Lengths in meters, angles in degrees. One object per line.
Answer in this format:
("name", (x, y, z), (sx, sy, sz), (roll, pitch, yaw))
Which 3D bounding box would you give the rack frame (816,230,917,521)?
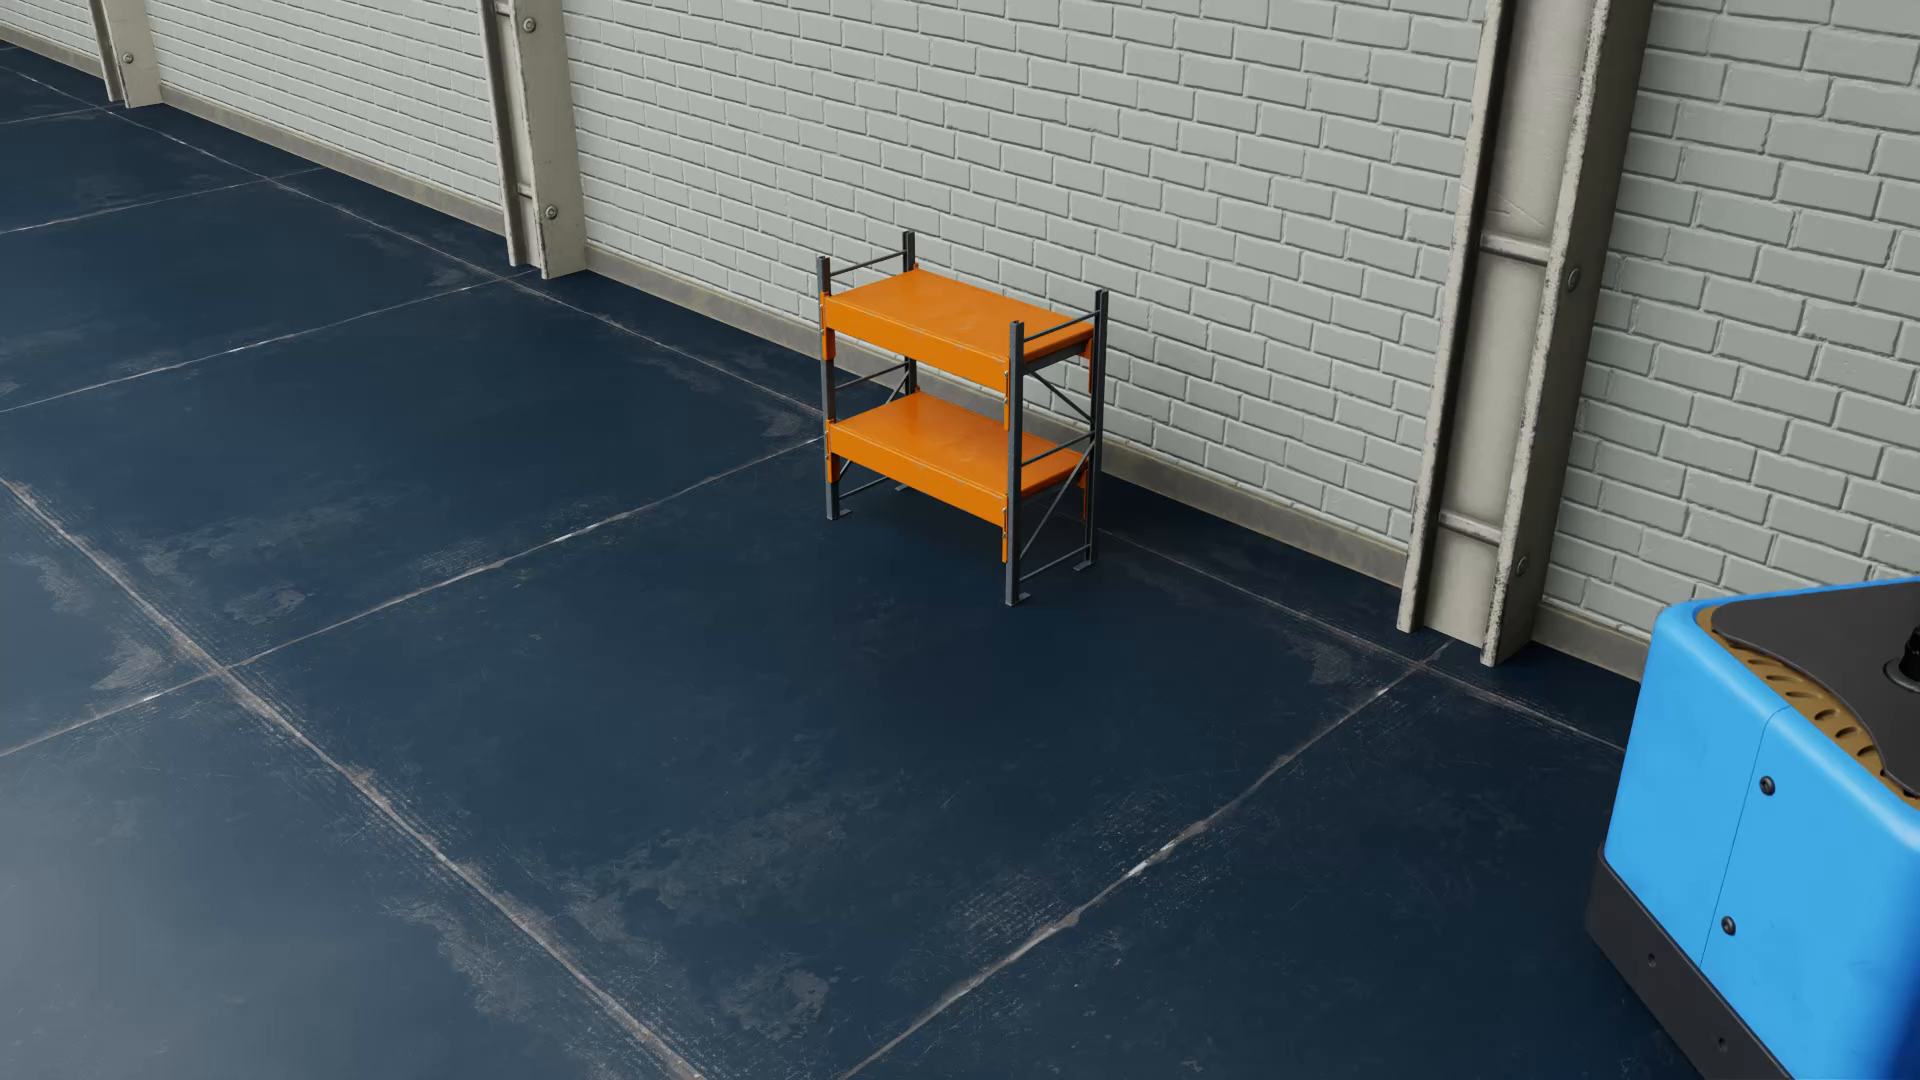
("rack frame", (-0.367, -0.666, 6.808), (0.032, 1.125, 0.500), (25, 36, 38))

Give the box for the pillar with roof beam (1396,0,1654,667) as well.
("pillar with roof beam", (-1.162, -2.217, 1.297), (0.400, 9.000, 9.100), (25, 36, 38))

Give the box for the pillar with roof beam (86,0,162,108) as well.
("pillar with roof beam", (-9.719, -6.133, 8.744), (0.400, 9.000, 9.100), (25, 36, 38))

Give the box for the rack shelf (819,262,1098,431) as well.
("rack shelf", (-0.005, -0.759, 6.356), (1.000, 0.278, 0.538), (25, 36, 38))

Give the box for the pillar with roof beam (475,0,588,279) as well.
("pillar with roof beam", (-5.440, -4.175, 5.021), (0.400, 9.000, 9.100), (25, 36, 38))

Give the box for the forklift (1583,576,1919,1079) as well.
("forklift", (3.285, -0.108, 3.807), (3.031, 2.935, 1.130), (-5, 28, -10))

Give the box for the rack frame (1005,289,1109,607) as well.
("rack frame", (0.358, -0.334, 6.177), (0.032, 1.125, 0.500), (25, 36, 38))

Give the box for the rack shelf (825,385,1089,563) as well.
("rack shelf", (-0.005, -0.284, 6.606), (1.000, 0.278, 0.538), (25, 36, 38))

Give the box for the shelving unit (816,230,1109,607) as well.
("shelving unit", (-0.005, -0.500, 6.492), (1.048, 1.125, 0.538), (25, 36, 38))
